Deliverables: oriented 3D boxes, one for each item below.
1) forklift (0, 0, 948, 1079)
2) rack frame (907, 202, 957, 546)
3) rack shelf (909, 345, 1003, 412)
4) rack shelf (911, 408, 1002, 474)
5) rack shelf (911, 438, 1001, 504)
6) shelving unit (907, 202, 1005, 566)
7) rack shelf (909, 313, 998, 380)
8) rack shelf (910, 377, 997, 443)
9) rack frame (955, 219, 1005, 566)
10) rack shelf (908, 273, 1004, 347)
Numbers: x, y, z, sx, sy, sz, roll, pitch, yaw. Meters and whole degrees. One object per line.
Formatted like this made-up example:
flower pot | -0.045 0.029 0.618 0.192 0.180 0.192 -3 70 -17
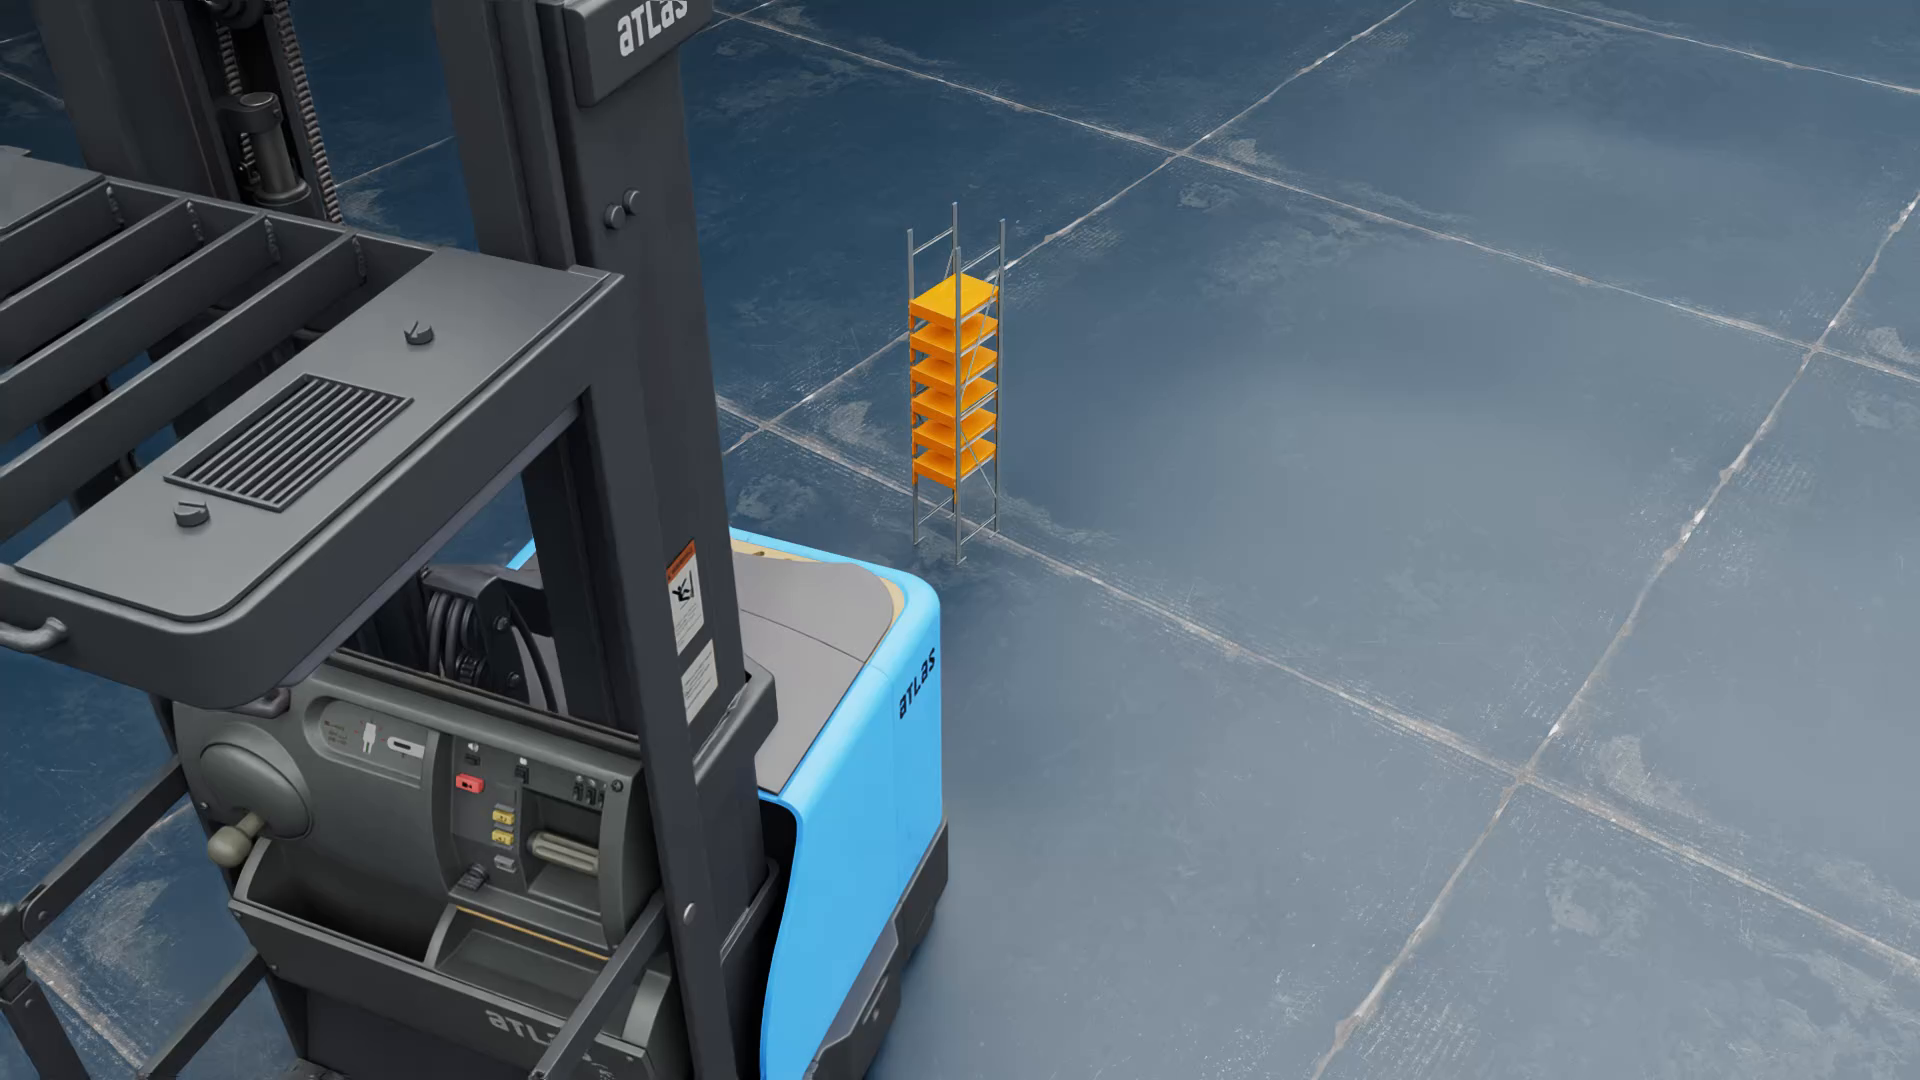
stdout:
forklift | -1.050 0.516 2.713 1.130 2.935 3.031 14 40 17
rack frame | -0.084 -0.512 5.431 0.006 1.200 0.240 25 45 29
rack shelf | -0.011 -0.537 5.340 0.180 0.103 0.258 25 45 29
rack shelf | -0.011 -0.348 5.488 0.180 0.103 0.258 25 45 29
rack shelf | -0.011 -0.254 5.562 0.180 0.103 0.258 25 45 29
shelving unit | -0.011 -0.478 5.387 0.189 1.200 0.258 25 45 29
rack shelf | -0.012 -0.632 5.266 0.180 0.103 0.258 25 45 29
rack shelf | -0.011 -0.443 5.414 0.180 0.103 0.258 25 45 29
rack frame | 0.061 -0.444 5.343 0.006 1.200 0.240 25 45 29
rack shelf | -0.012 -0.726 5.192 0.180 0.103 0.258 25 45 29
